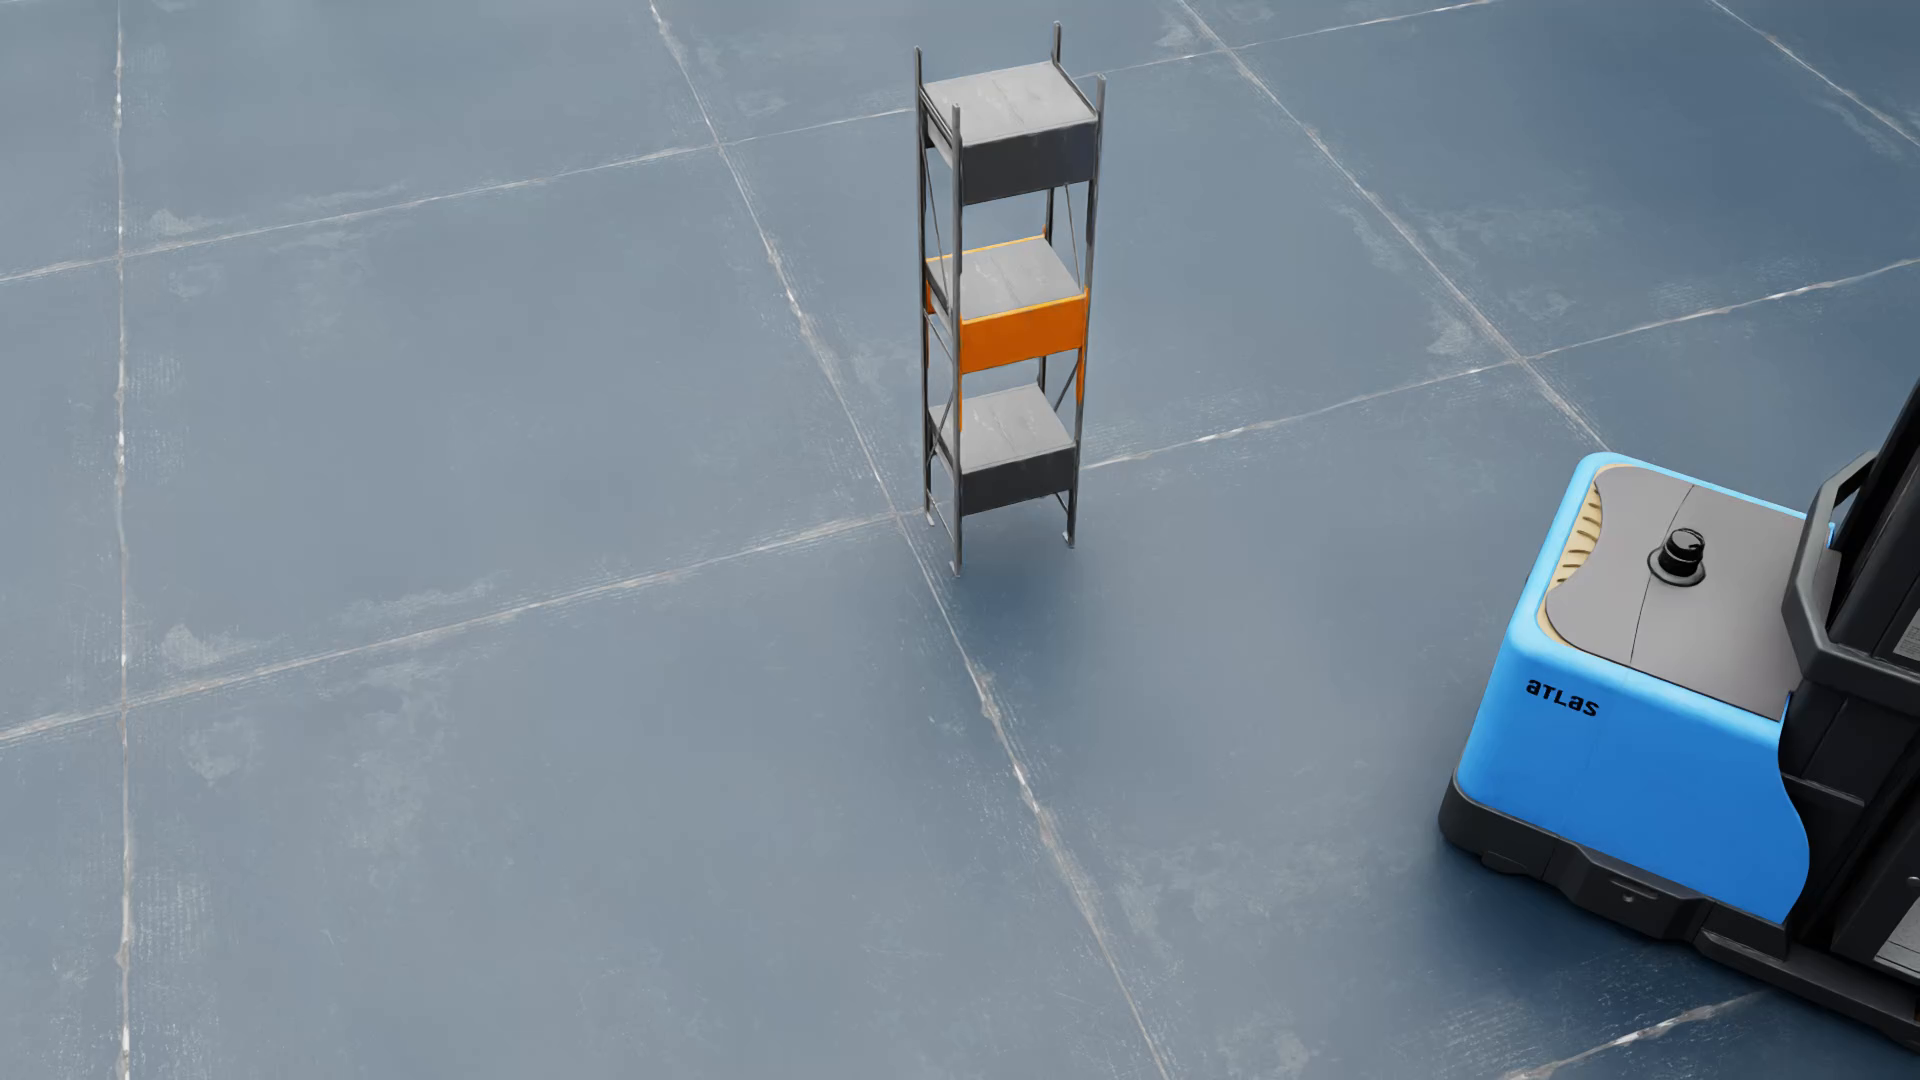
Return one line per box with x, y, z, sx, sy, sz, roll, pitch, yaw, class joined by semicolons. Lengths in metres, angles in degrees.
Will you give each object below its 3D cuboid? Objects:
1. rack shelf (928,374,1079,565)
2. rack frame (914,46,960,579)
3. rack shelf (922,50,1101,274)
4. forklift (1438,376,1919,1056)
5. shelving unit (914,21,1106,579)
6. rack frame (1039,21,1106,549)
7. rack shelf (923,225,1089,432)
0.156;-0.277;6.551;0.480;0.518;0.431;-14;47;-14;rack shelf
-0.074;-0.722;5.987;0.015;2.100;0.400;-14;47;-14;rack frame
0.156;-1.266;5.560;0.480;0.518;0.431;-14;47;-14;rack shelf
3.176;0.211;4.470;3.031;2.935;1.130;21;49;20;forklift
0.156;-0.781;6.046;0.503;2.100;0.431;-14;47;-14;shelving unit
0.385;-0.840;6.104;0.015;2.100;0.400;-14;47;-14;rack frame
0.156;-0.771;6.056;0.480;0.518;0.431;-14;47;-14;rack shelf
